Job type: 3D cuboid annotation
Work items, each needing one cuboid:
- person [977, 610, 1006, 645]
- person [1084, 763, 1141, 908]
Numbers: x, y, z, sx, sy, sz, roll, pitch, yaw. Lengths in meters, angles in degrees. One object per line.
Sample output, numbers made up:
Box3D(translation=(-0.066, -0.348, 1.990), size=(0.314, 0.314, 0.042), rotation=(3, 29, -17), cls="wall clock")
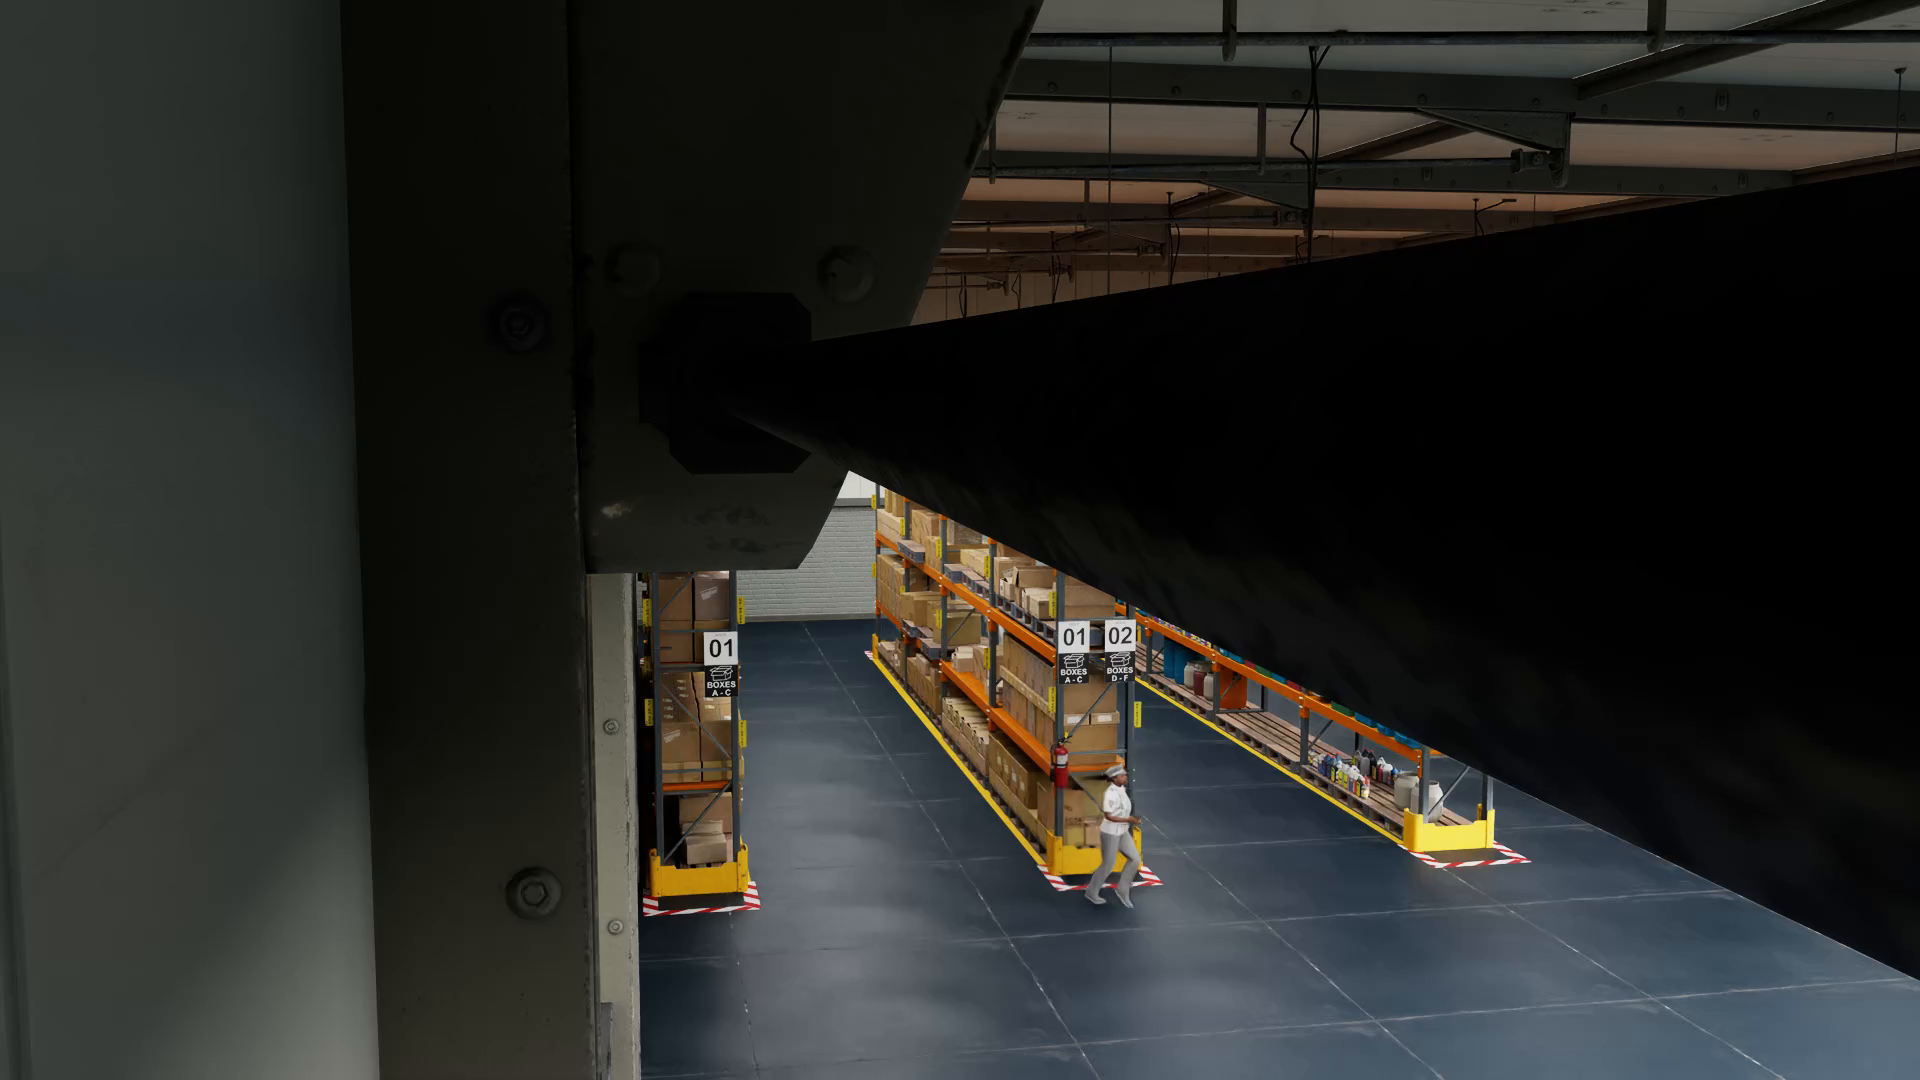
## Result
Box3D(translation=(0.681, 1.775, 36.092), size=(0.698, 1.734, 0.725), rotation=(-3, 7, -28), cls="person")
Box3D(translation=(1.835, 3.487, 19.626), size=(0.666, 1.745, 0.580), rotation=(3, 7, 27), cls="person")
